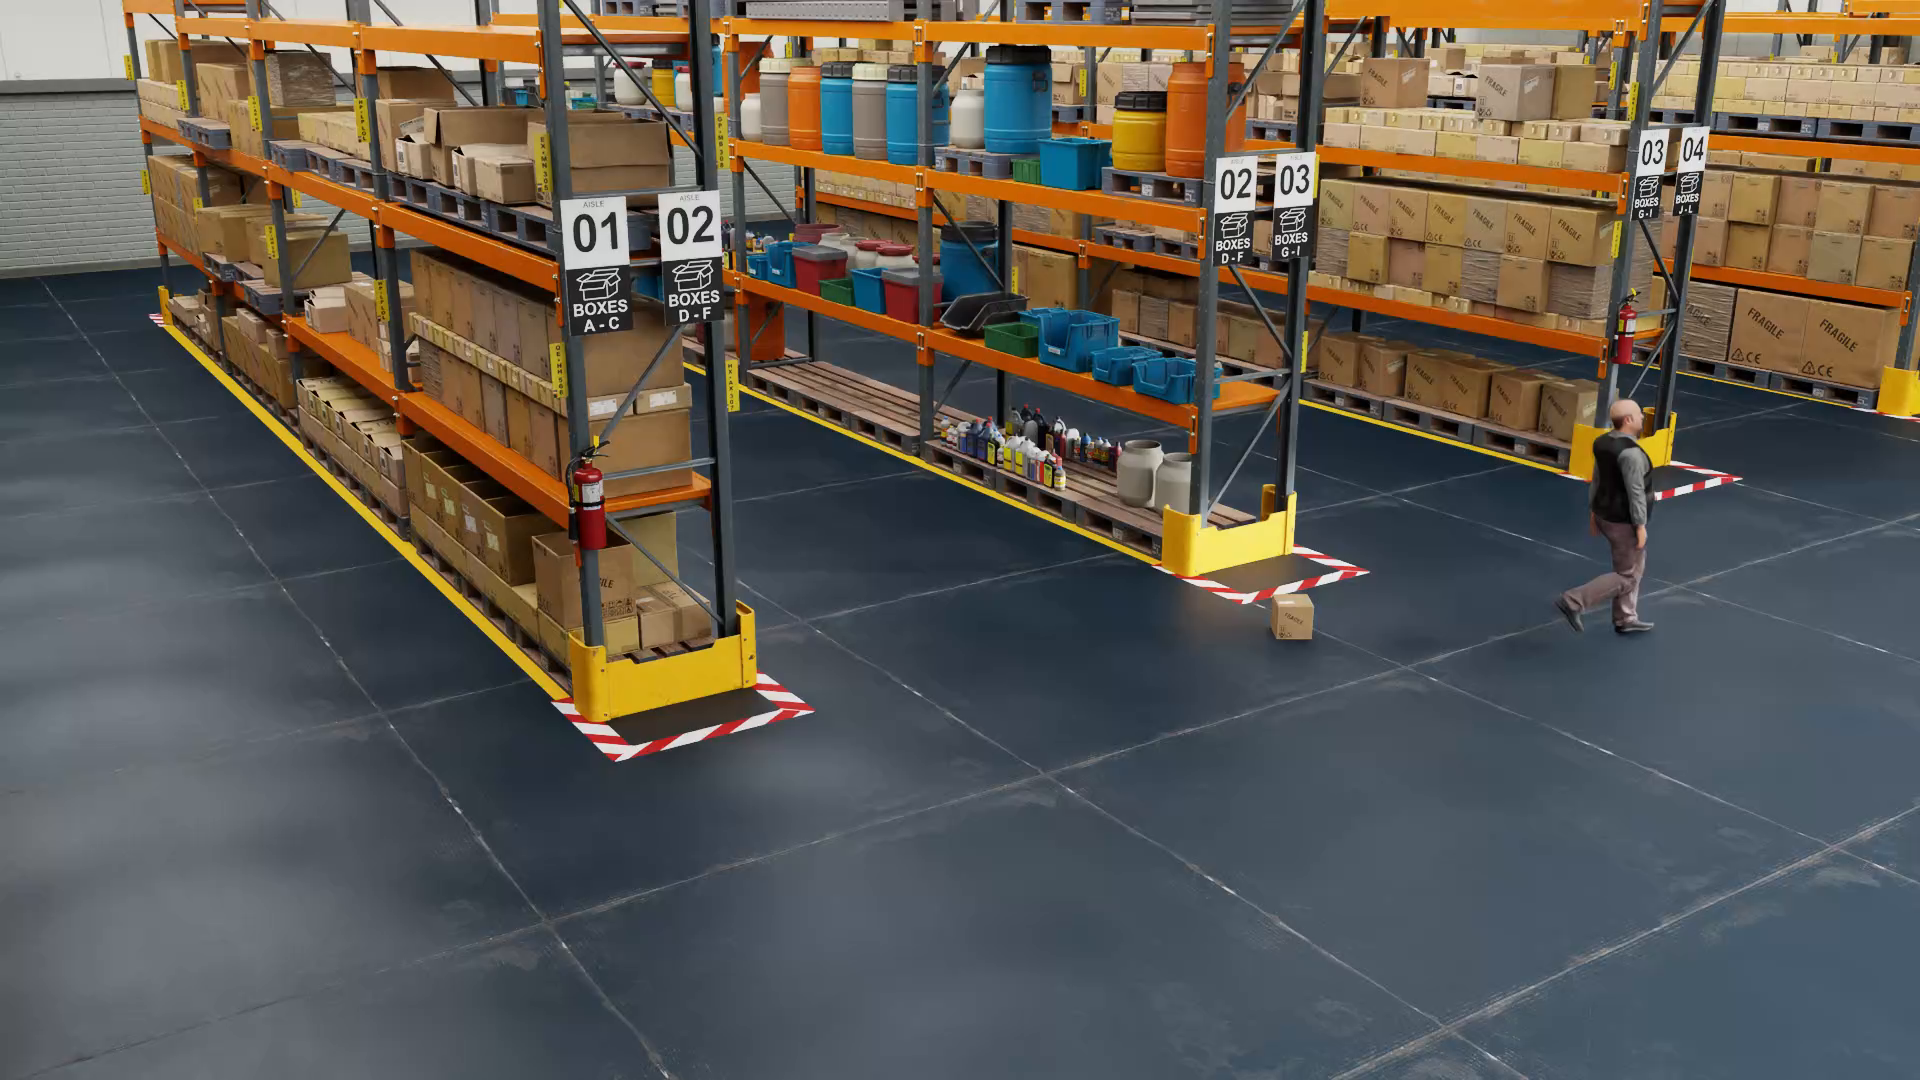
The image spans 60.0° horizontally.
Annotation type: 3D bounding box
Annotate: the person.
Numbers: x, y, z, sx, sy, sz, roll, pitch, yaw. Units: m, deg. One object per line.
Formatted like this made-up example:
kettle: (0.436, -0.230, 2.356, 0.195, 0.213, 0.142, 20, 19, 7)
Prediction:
person: (4.541, -0.136, 11.504, 0.812, 1.692, 0.545, -1, 18, -2)
